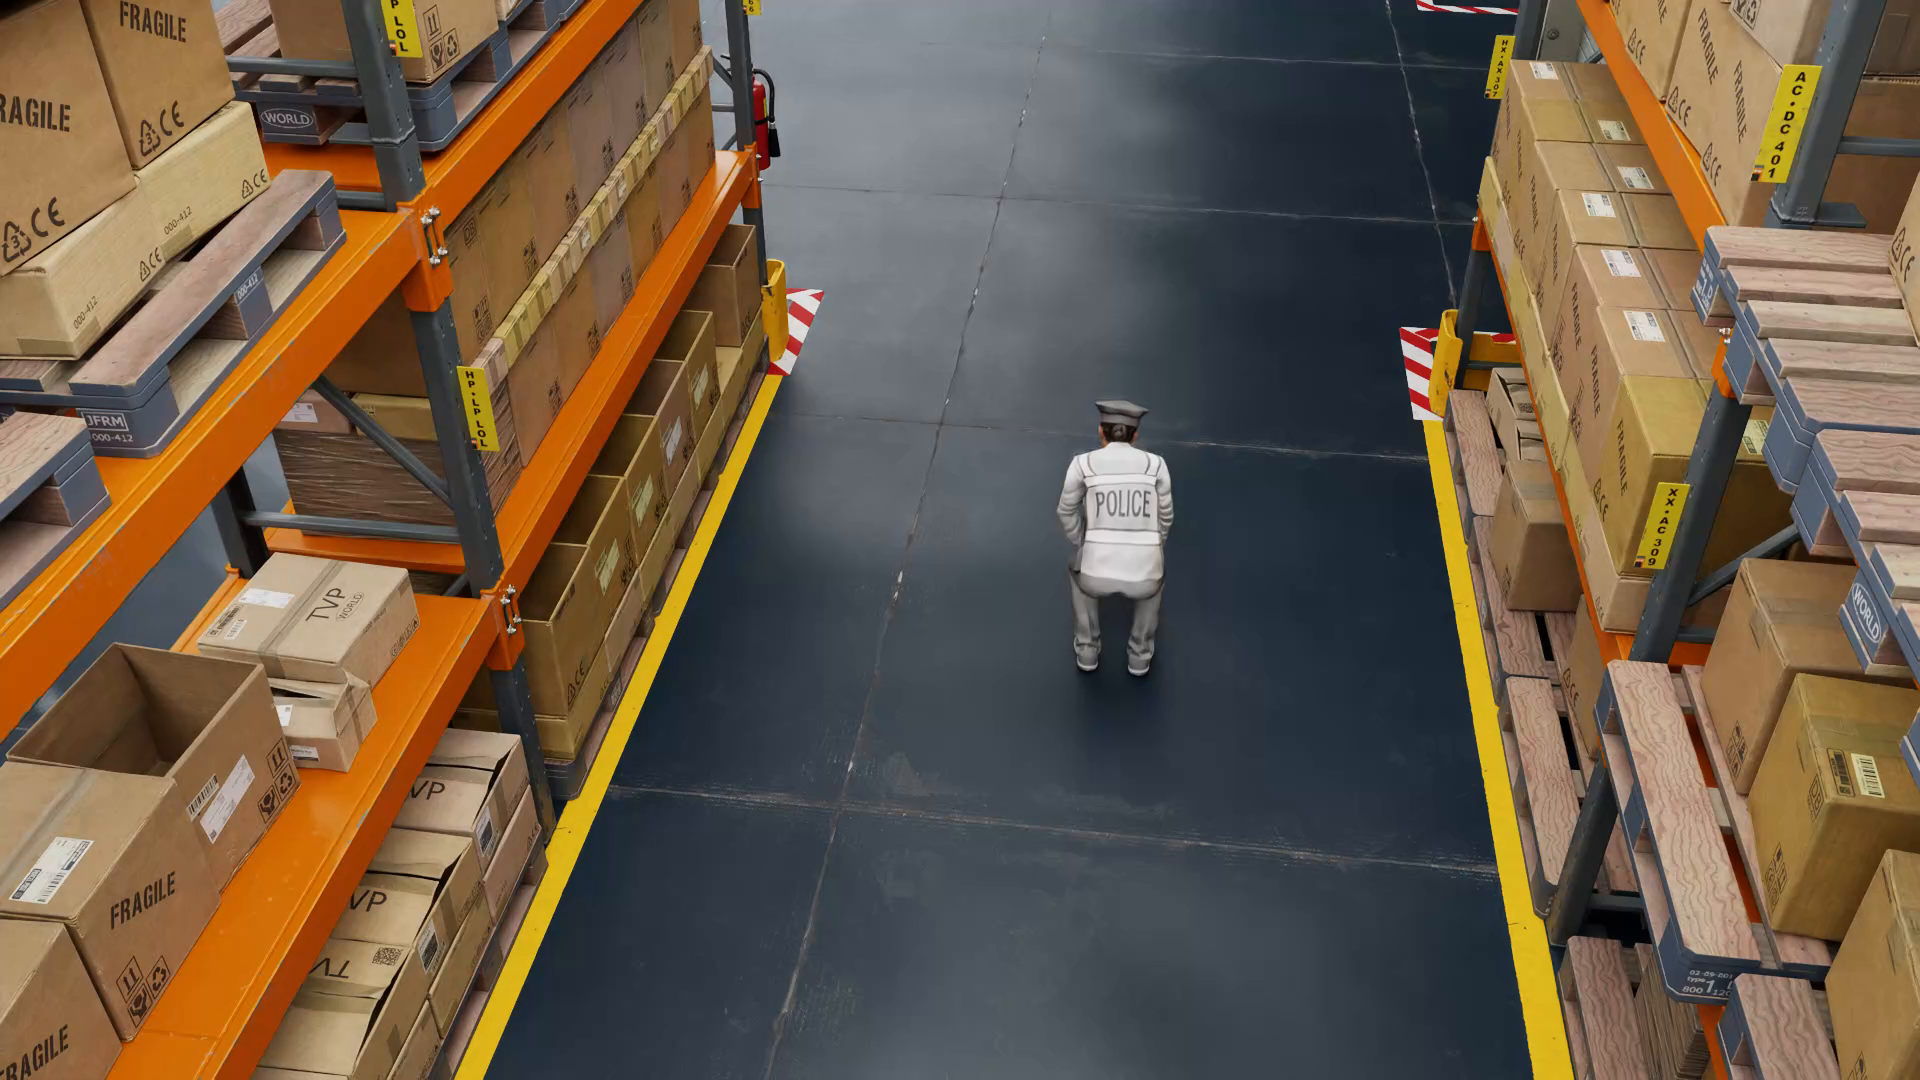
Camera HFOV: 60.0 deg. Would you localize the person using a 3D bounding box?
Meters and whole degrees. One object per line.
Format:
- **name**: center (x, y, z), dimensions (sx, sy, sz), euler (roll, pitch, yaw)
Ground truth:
- **person**: center (0.685, 0.005, 7.437), dimensions (0.524, 1.188, 0.789), euler (4, 37, 6)
